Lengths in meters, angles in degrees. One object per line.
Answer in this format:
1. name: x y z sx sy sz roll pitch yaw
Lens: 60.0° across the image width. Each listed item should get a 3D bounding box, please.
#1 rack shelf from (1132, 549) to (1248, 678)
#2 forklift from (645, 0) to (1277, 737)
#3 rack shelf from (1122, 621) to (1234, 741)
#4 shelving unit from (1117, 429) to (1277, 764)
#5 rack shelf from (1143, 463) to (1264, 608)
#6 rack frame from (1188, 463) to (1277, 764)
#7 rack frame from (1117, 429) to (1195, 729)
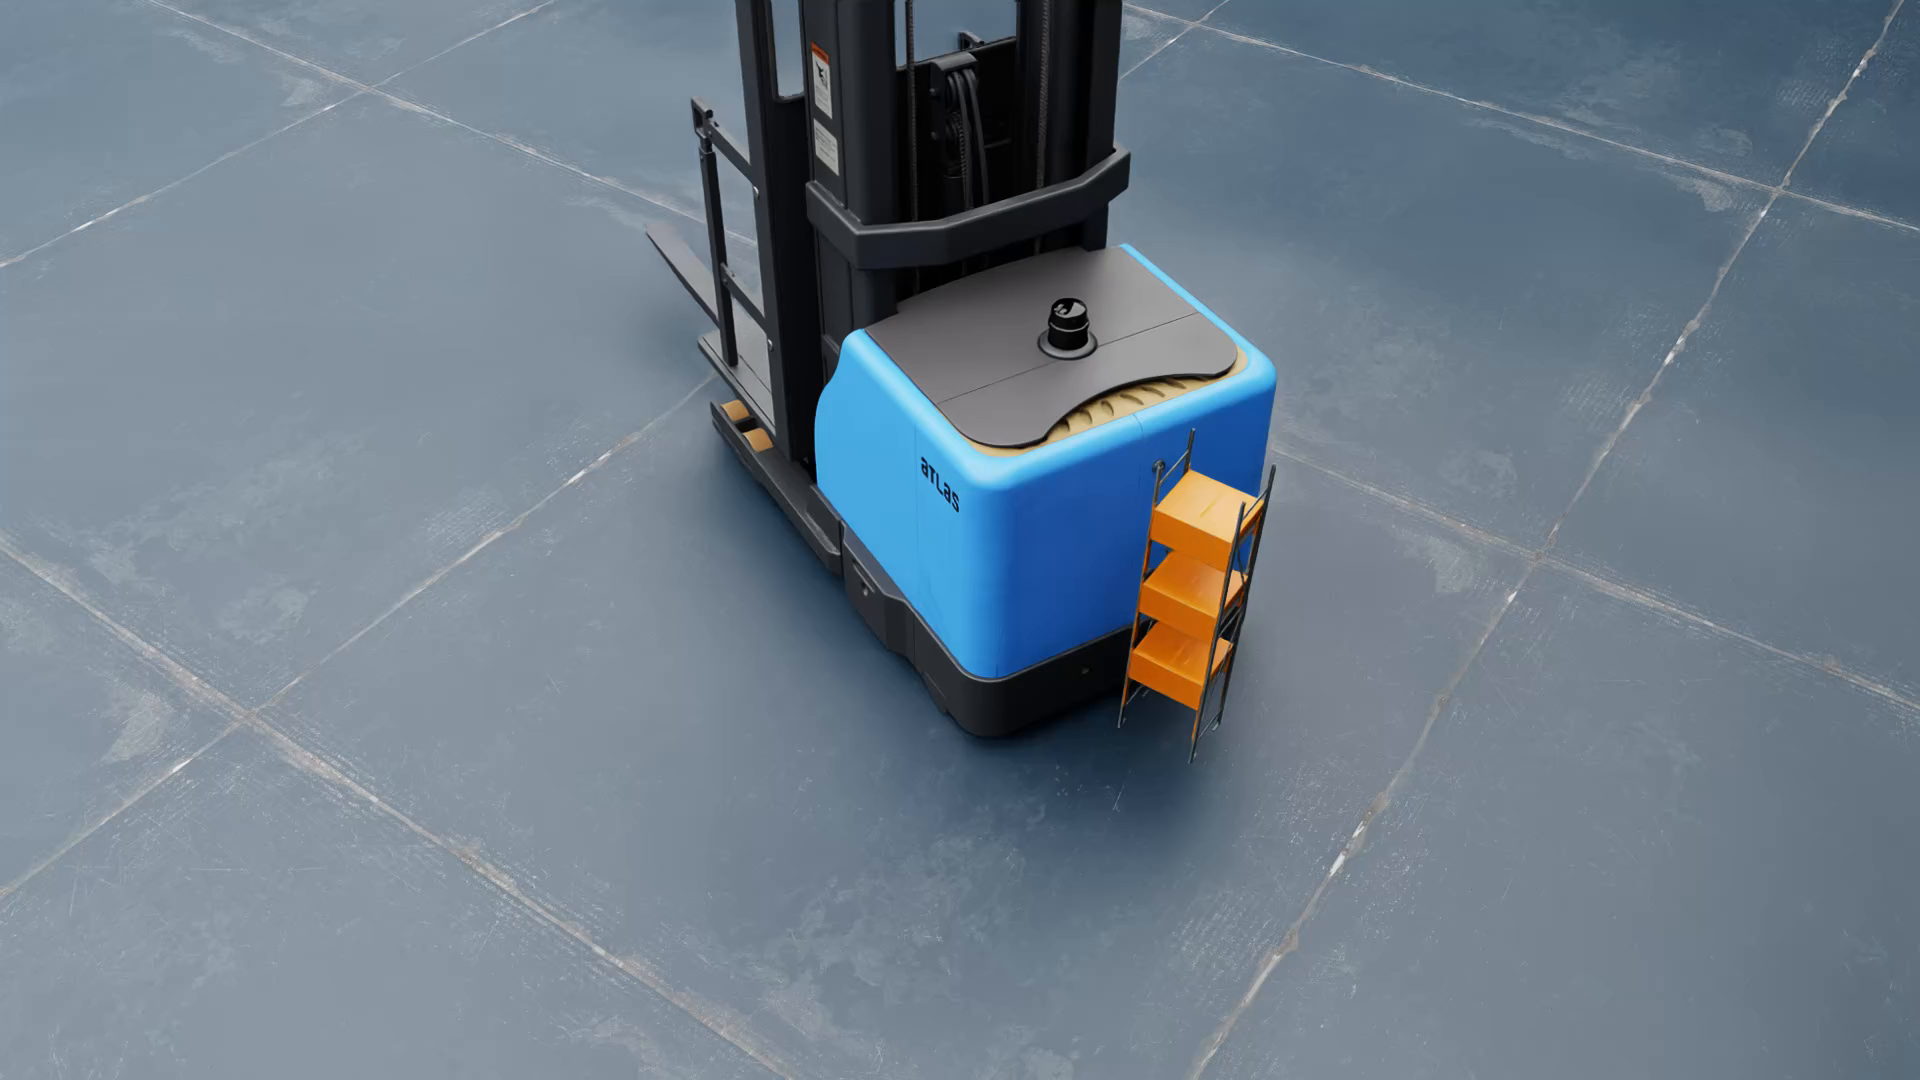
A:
1. rack shelf: 0.660 0.194 4.754 0.240 0.259 0.215 26 48 23
2. forklift: -0.255 -1.471 5.195 1.130 2.935 3.031 -21 46 -22
3. rack shelf: 0.650 0.397 4.944 0.240 0.259 0.215 26 48 23
4. shelving unit: 0.660 0.186 4.747 0.252 1.050 0.215 26 48 23
5. rack shelf: 0.670 -0.013 4.560 0.240 0.259 0.215 26 48 23
6. rack frame: 0.762 0.235 4.700 0.008 1.050 0.200 26 48 23
7. rack frame: 0.559 0.138 4.793 0.008 1.050 0.200 26 48 23
